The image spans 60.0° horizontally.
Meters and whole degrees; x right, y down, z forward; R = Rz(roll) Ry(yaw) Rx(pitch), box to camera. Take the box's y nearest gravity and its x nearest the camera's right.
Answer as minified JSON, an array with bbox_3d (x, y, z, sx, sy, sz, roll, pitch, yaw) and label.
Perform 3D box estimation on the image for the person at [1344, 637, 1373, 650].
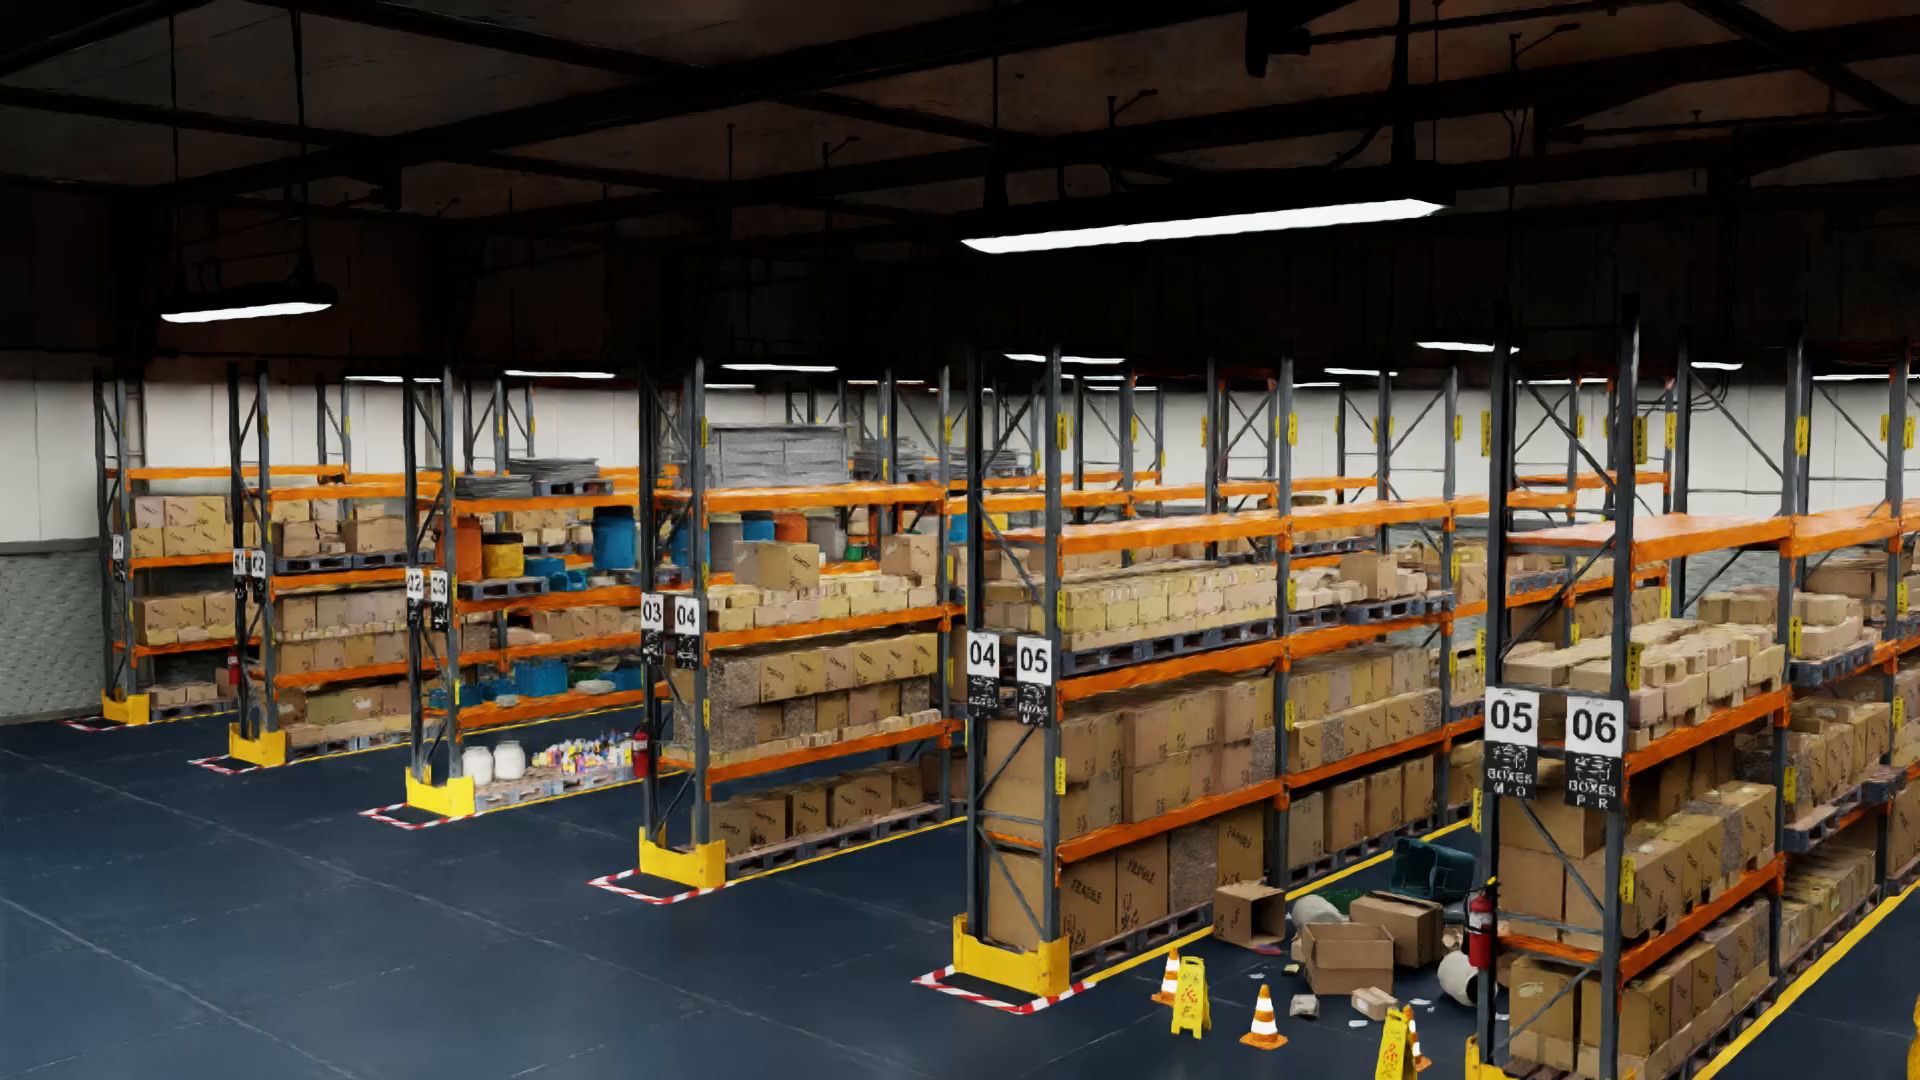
[{"bbox_3d":[6.637,2.288,27.435,0.729,1.732,0.546,3,5,39],"label":"person"}]
